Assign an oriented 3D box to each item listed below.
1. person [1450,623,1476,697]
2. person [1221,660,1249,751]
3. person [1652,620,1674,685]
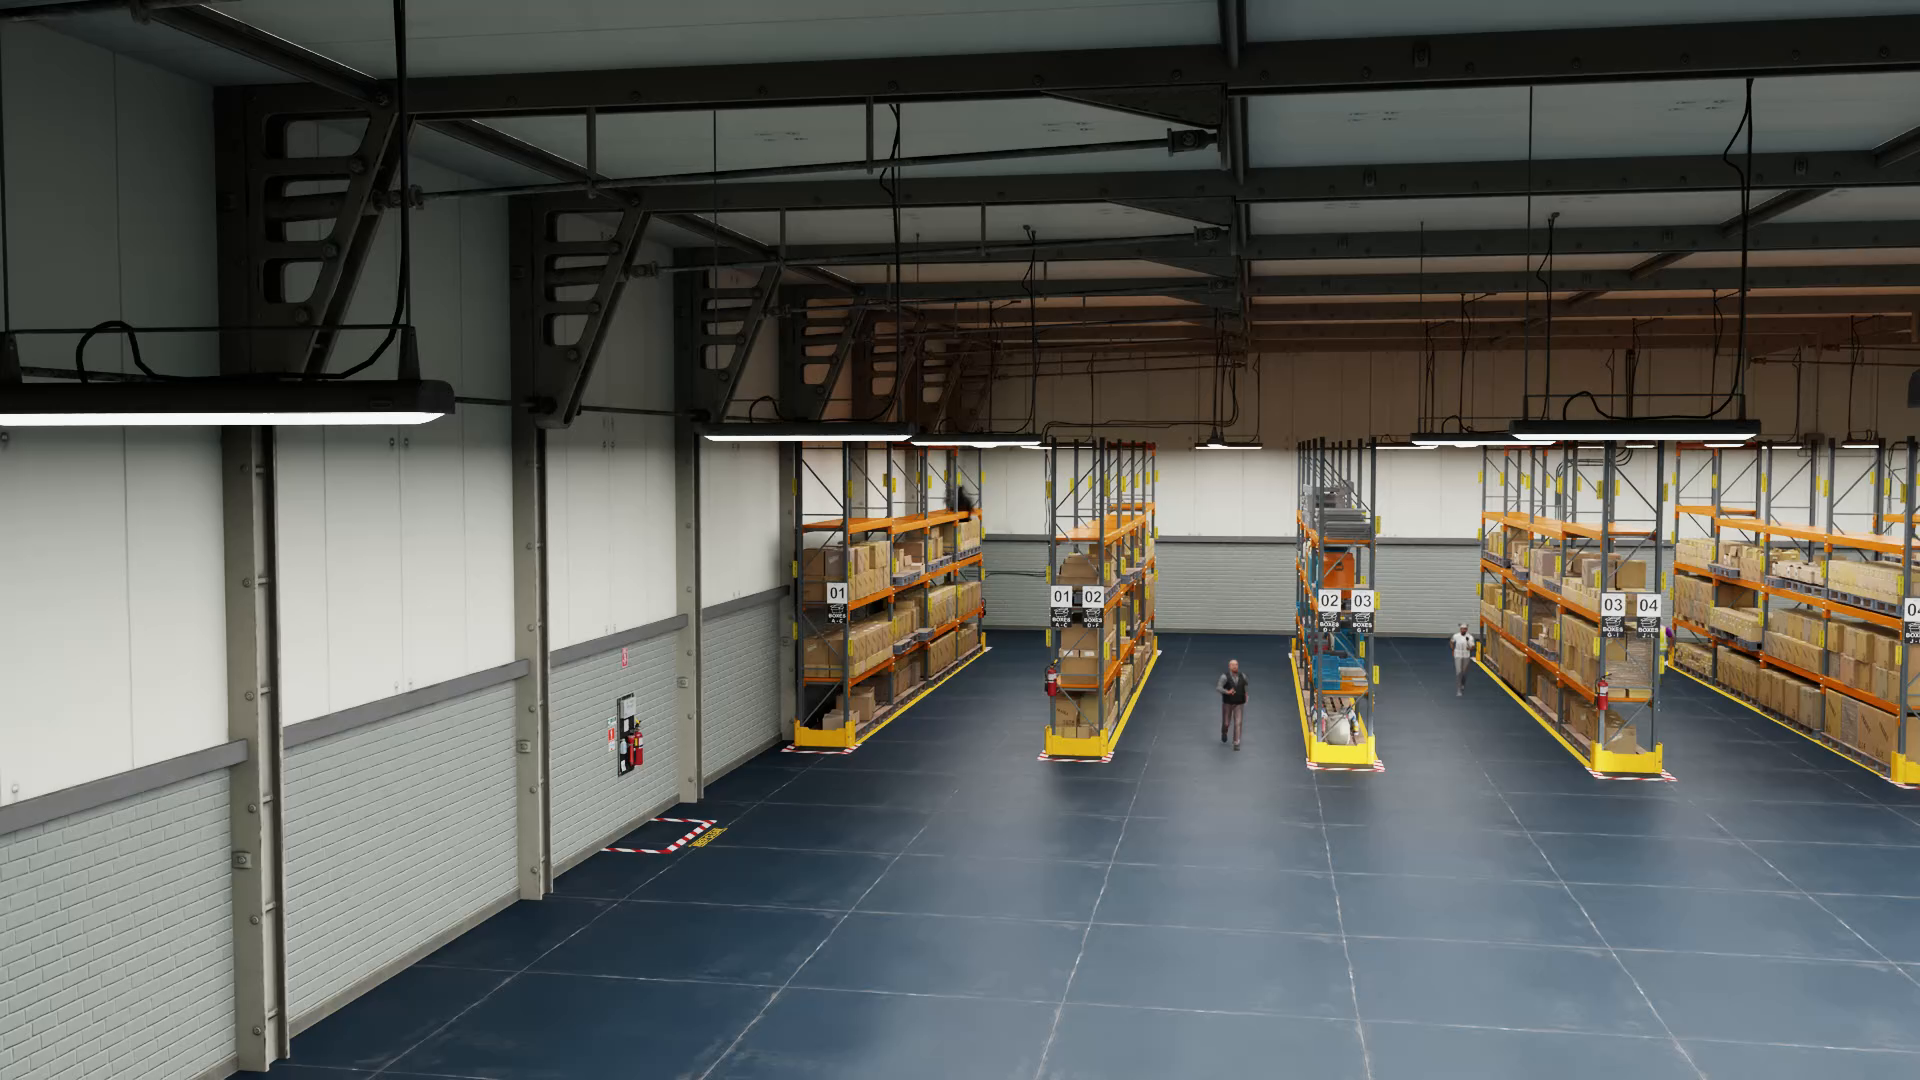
[{"bbox_3d":[11.848,2.798,39.185,0.569,1.737,0.864,1,3,12],"label":"person"},{"bbox_3d":[5.306,3.163,32.026,0.531,1.706,0.934,0,3,-2],"label":"person"},{"bbox_3d":[17.048,2.708,40.605,0.712,1.720,0.575,1,3,20],"label":"person"}]
